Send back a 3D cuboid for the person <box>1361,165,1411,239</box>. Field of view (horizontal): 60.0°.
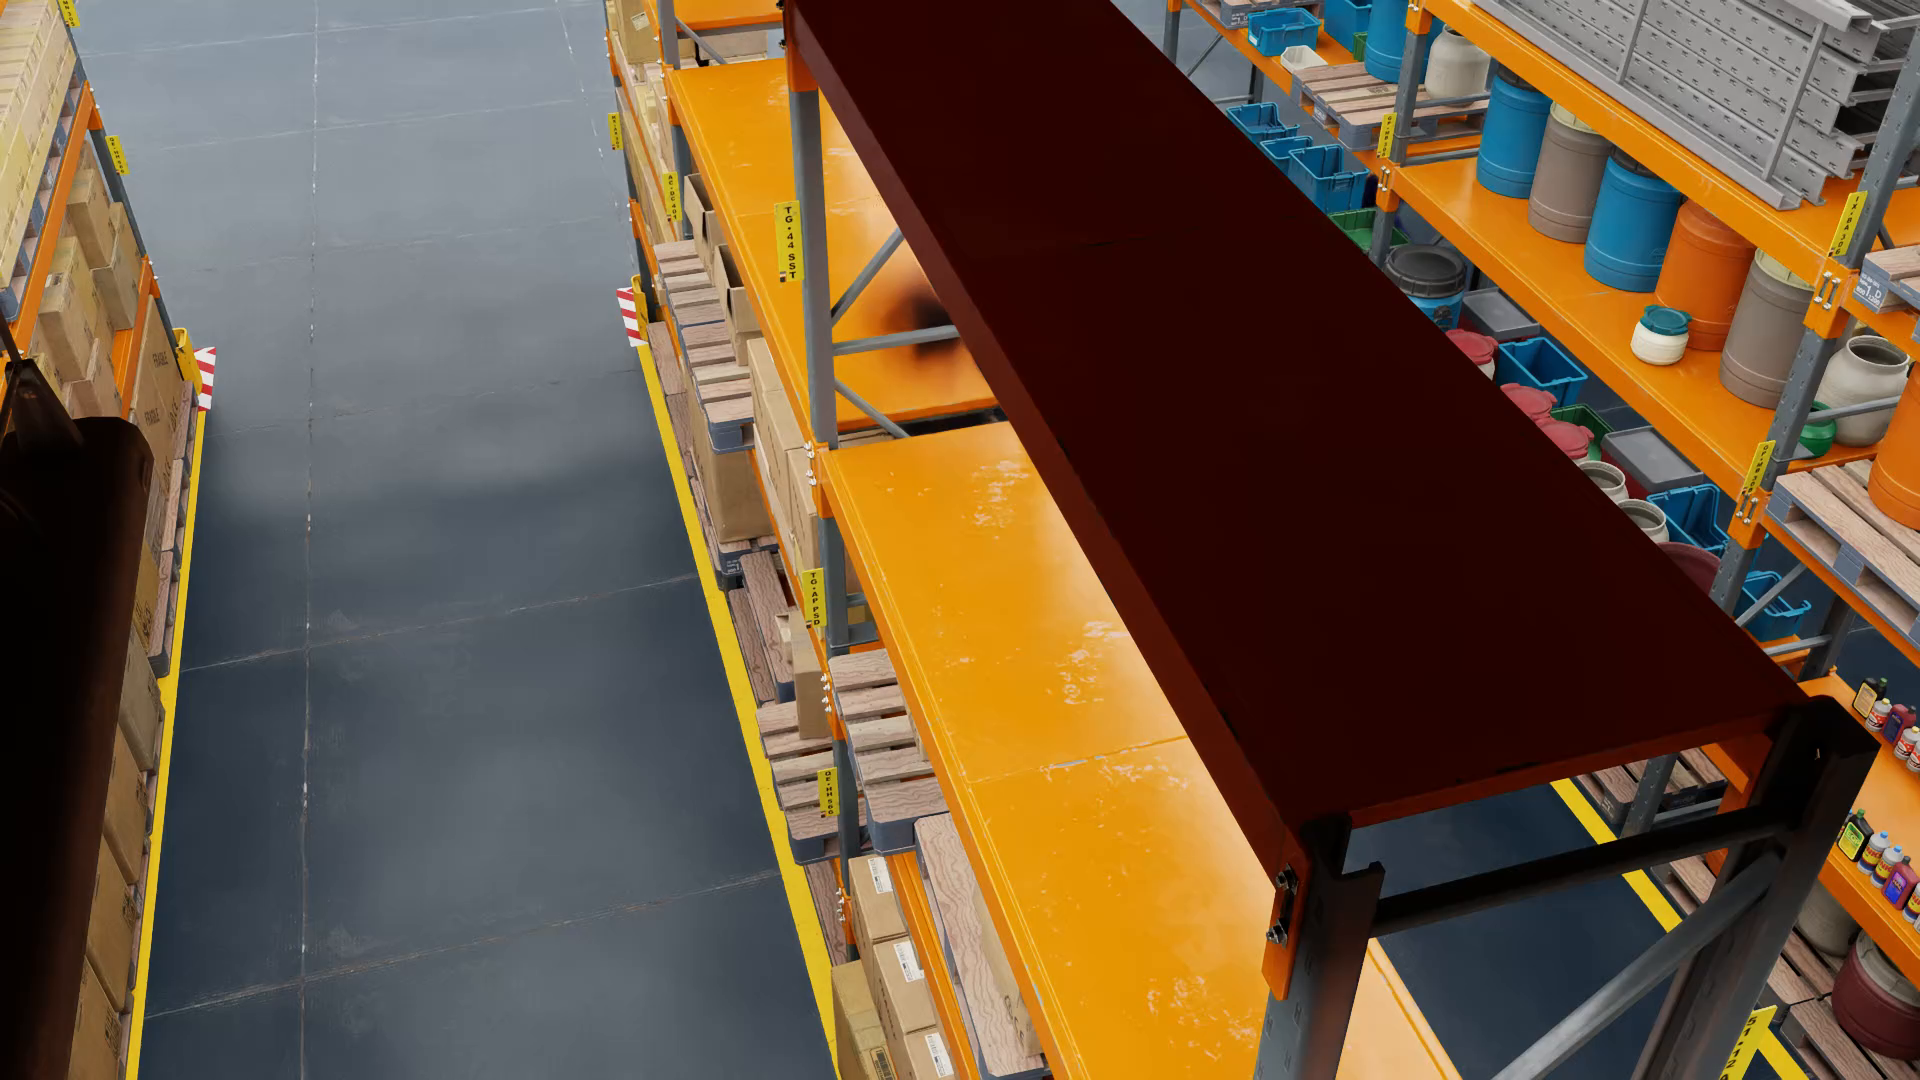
[{"bbox_3d":[4.029,-3.374,15.771,0.609,1.645,0.891,-18,42,-22],"label":"person"}]

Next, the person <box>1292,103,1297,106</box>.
[{"bbox_3d":[4.206,-5.610,18.551,0.793,1.729,0.654,11,40,14],"label":"person"}]
